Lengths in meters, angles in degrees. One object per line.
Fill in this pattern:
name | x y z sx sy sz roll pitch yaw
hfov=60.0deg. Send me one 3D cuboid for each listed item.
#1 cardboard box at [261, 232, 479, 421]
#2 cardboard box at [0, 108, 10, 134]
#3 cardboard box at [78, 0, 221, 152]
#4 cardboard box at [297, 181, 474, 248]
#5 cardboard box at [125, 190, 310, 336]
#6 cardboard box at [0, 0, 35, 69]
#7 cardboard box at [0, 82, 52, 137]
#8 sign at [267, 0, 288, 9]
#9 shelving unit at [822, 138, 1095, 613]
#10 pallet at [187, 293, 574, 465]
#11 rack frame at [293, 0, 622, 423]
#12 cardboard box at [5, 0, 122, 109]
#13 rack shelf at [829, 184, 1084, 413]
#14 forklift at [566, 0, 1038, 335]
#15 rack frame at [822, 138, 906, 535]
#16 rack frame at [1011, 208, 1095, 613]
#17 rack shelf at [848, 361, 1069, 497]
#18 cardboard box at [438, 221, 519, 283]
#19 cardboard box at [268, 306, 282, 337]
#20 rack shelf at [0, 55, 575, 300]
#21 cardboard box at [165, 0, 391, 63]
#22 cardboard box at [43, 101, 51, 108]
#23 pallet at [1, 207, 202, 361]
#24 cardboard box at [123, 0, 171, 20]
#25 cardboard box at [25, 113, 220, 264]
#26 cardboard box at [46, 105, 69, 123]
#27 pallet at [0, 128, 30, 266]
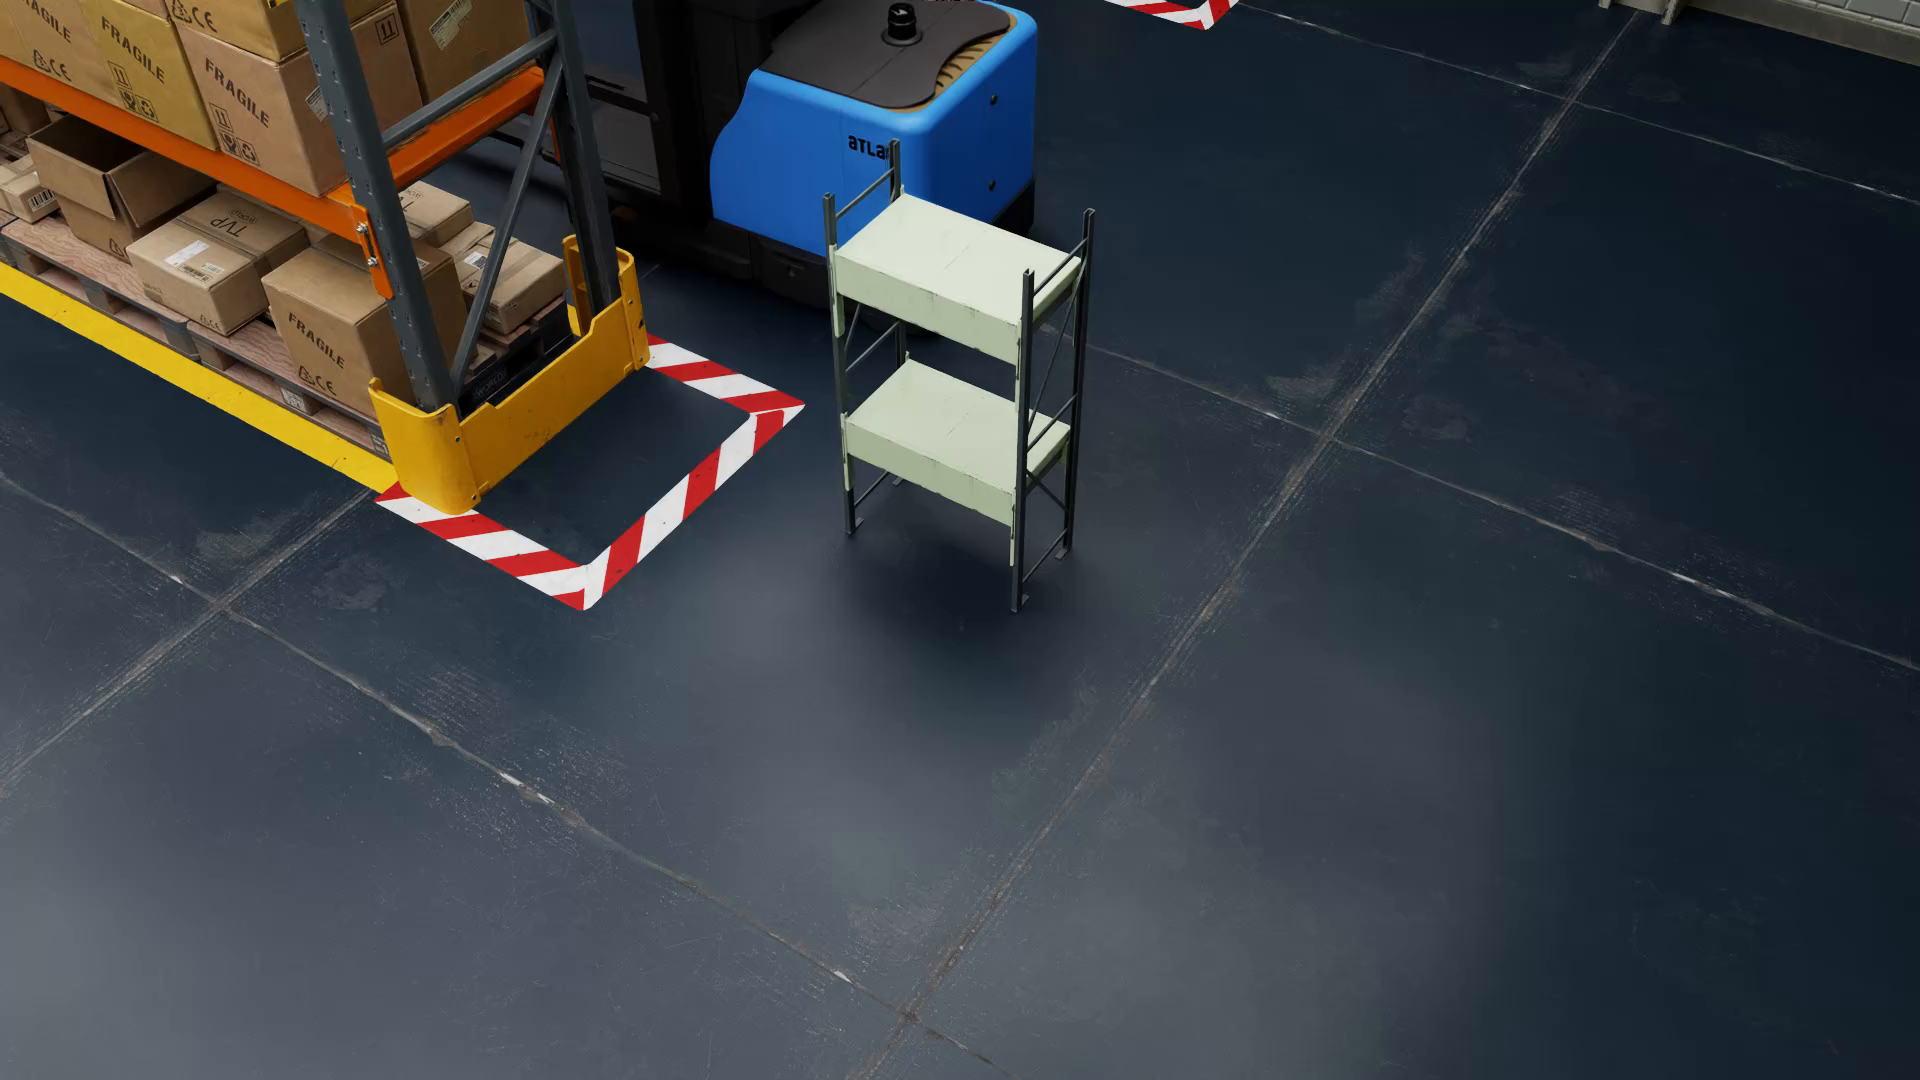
cardboard box | -2.265 -0.855 6.426 0.500 0.500 0.500 25 51 22
cardboard box | -4.805 -1.983 7.654 0.500 0.311 0.500 25 51 22
cardboard box | -2.637 -1.754 5.793 0.500 0.500 0.500 25 51 22
cardboard box | -2.400 -1.282 7.014 0.500 0.250 0.500 25 51 22
cardboard box | -3.049 -1.154 6.890 0.500 0.250 0.500 25 51 22
cardboard box | -3.478 -2.146 6.174 0.500 0.500 0.500 24 50 22
cardboard box | -4.409 -2.293 7.823 0.500 0.500 0.500 25 51 22
sign | -1.991 -1.698 4.780 0.005 0.325 0.100 25 51 22
shelving unit | -0.006 -0.525 5.715 0.755 1.500 0.431 25 51 22
pallet | -2.410 -0.877 6.955 1.213 0.211 1.003 25 51 22
rack frame | -1.674 -1.511 5.627 0.127 3.000 1.000 25 51 22
cardboard box | -3.054 -1.950 5.984 0.500 0.500 0.500 25 51 22
rack shelf | -0.006 -0.797 5.435 0.720 0.370 0.431 25 51 22
forklift | -1.199 -2.672 6.803 3.031 2.935 1.130 22 50 20
rack frame | -0.314 -0.667 5.852 0.023 1.500 0.400 25 51 22
rack frame | 0.302 -0.384 5.577 0.023 1.500 0.400 25 51 22
rack shelf | -0.006 -0.366 5.878 0.686 0.124 0.368 25 51 22
cardboard box | -2.052 -1.144 6.939 0.250 0.166 0.380 25 51 22
cardboard box | -2.557 -0.950 6.751 0.250 0.166 0.380 25 51 22
rack shelf | -3.358 -2.035 6.637 4.000 0.370 1.077 25 51 22
cardboard box | -2.197 -1.901 5.239 0.500 0.500 0.500 24 51 22
cardboard box | -4.061 -2.061 7.843 0.250 0.149 0.380 25 51 22
pallet | -3.433 -1.350 7.415 1.213 0.211 1.003 25 51 22
cardboard box | -2.623 -2.096 5.428 0.500 0.500 0.500 26 51 23
cardboard box | -3.457 -1.619 7.166 0.637 0.503 0.797 25 51 22
cardboard box | -3.777 -1.937 7.608 0.500 0.311 0.500 25 51 22
pallet | -4.464 -1.822 7.873 1.213 0.211 1.003 25 51 22
